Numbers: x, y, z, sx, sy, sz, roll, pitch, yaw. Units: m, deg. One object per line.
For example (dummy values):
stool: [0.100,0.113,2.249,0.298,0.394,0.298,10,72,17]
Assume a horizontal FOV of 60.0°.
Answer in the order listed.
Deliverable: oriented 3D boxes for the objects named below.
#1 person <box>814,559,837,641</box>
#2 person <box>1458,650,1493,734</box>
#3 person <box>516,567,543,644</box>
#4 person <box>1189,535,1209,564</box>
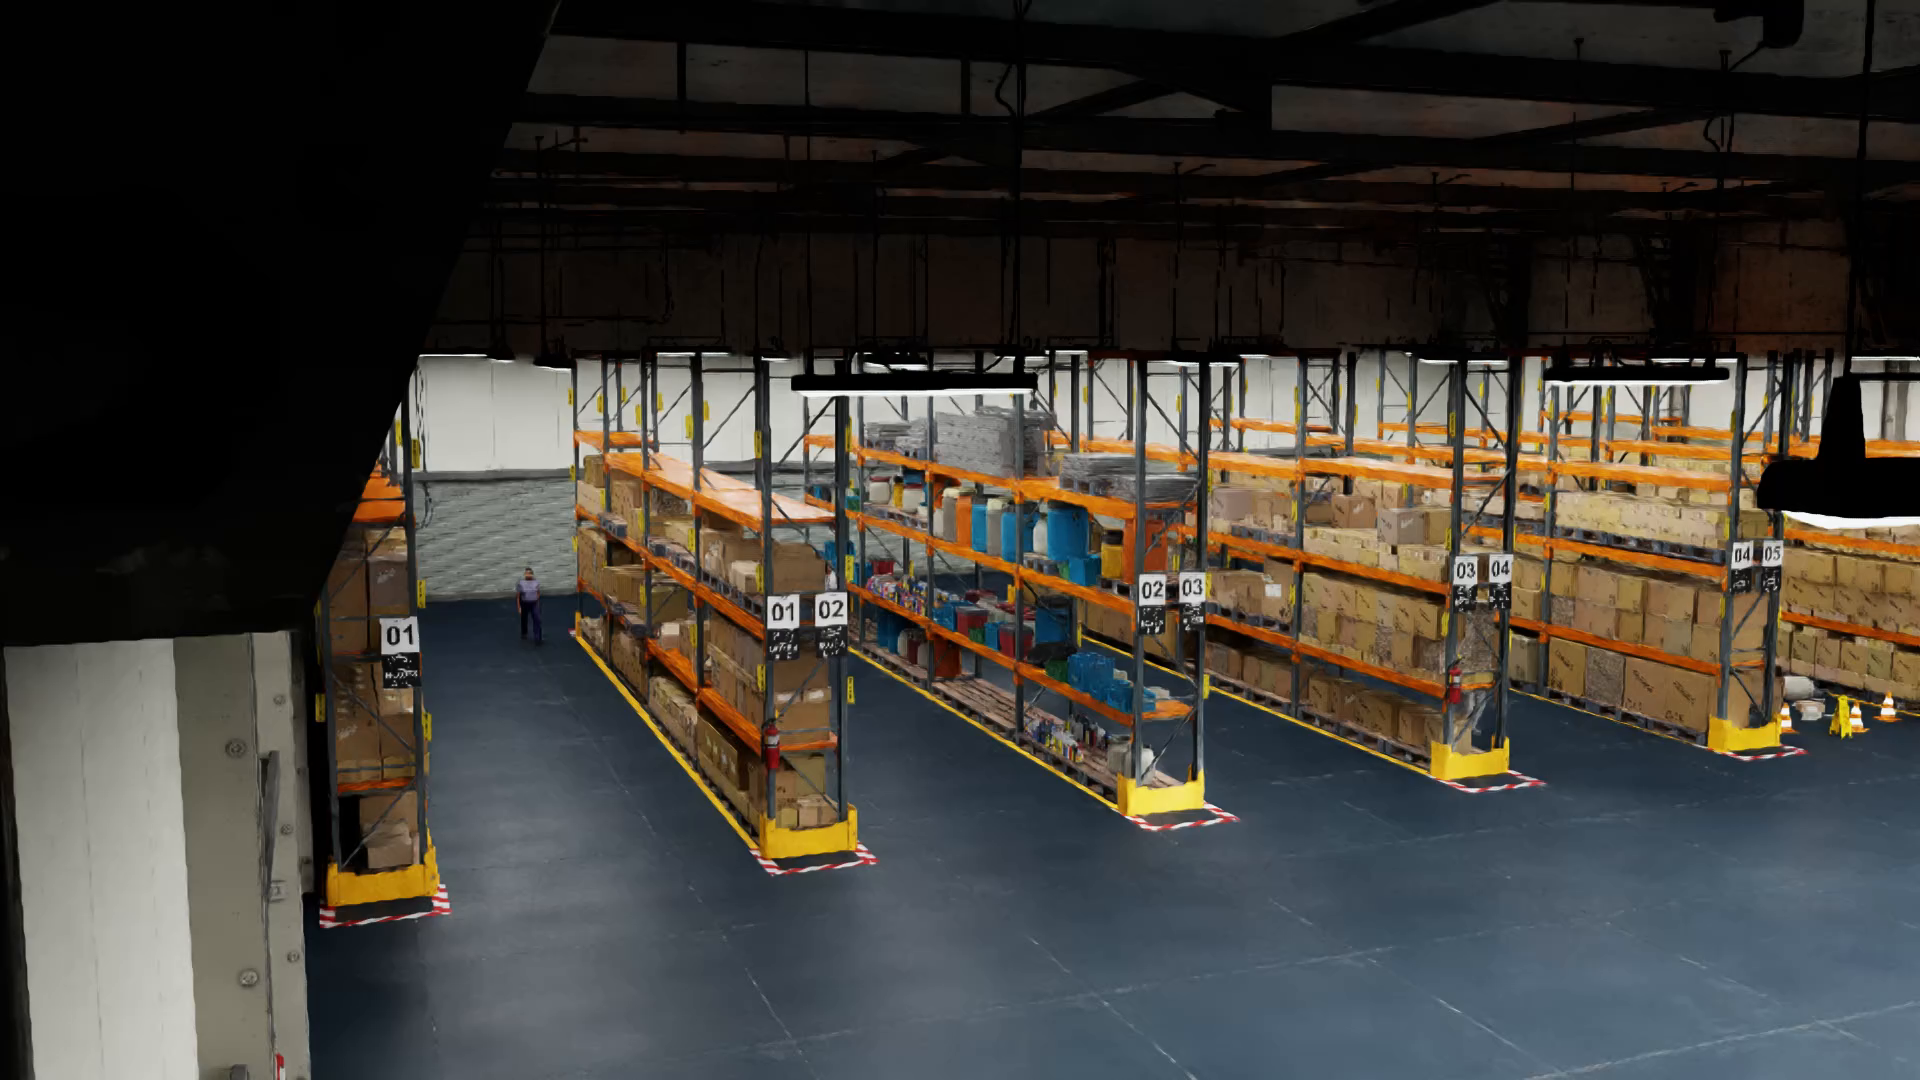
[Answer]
person: [-2.693,1.254,33.910,0.629,1.737,1.013,1,7,7]
person: [8.096,2.236,26.168,0.677,1.726,0.572,-3,8,-23]
person: [-8.812,1.323,33.966,0.479,1.567,1.090,-2,7,-18]
person: [6.527,-0.127,45.019,0.594,1.743,0.959,0,7,2]
